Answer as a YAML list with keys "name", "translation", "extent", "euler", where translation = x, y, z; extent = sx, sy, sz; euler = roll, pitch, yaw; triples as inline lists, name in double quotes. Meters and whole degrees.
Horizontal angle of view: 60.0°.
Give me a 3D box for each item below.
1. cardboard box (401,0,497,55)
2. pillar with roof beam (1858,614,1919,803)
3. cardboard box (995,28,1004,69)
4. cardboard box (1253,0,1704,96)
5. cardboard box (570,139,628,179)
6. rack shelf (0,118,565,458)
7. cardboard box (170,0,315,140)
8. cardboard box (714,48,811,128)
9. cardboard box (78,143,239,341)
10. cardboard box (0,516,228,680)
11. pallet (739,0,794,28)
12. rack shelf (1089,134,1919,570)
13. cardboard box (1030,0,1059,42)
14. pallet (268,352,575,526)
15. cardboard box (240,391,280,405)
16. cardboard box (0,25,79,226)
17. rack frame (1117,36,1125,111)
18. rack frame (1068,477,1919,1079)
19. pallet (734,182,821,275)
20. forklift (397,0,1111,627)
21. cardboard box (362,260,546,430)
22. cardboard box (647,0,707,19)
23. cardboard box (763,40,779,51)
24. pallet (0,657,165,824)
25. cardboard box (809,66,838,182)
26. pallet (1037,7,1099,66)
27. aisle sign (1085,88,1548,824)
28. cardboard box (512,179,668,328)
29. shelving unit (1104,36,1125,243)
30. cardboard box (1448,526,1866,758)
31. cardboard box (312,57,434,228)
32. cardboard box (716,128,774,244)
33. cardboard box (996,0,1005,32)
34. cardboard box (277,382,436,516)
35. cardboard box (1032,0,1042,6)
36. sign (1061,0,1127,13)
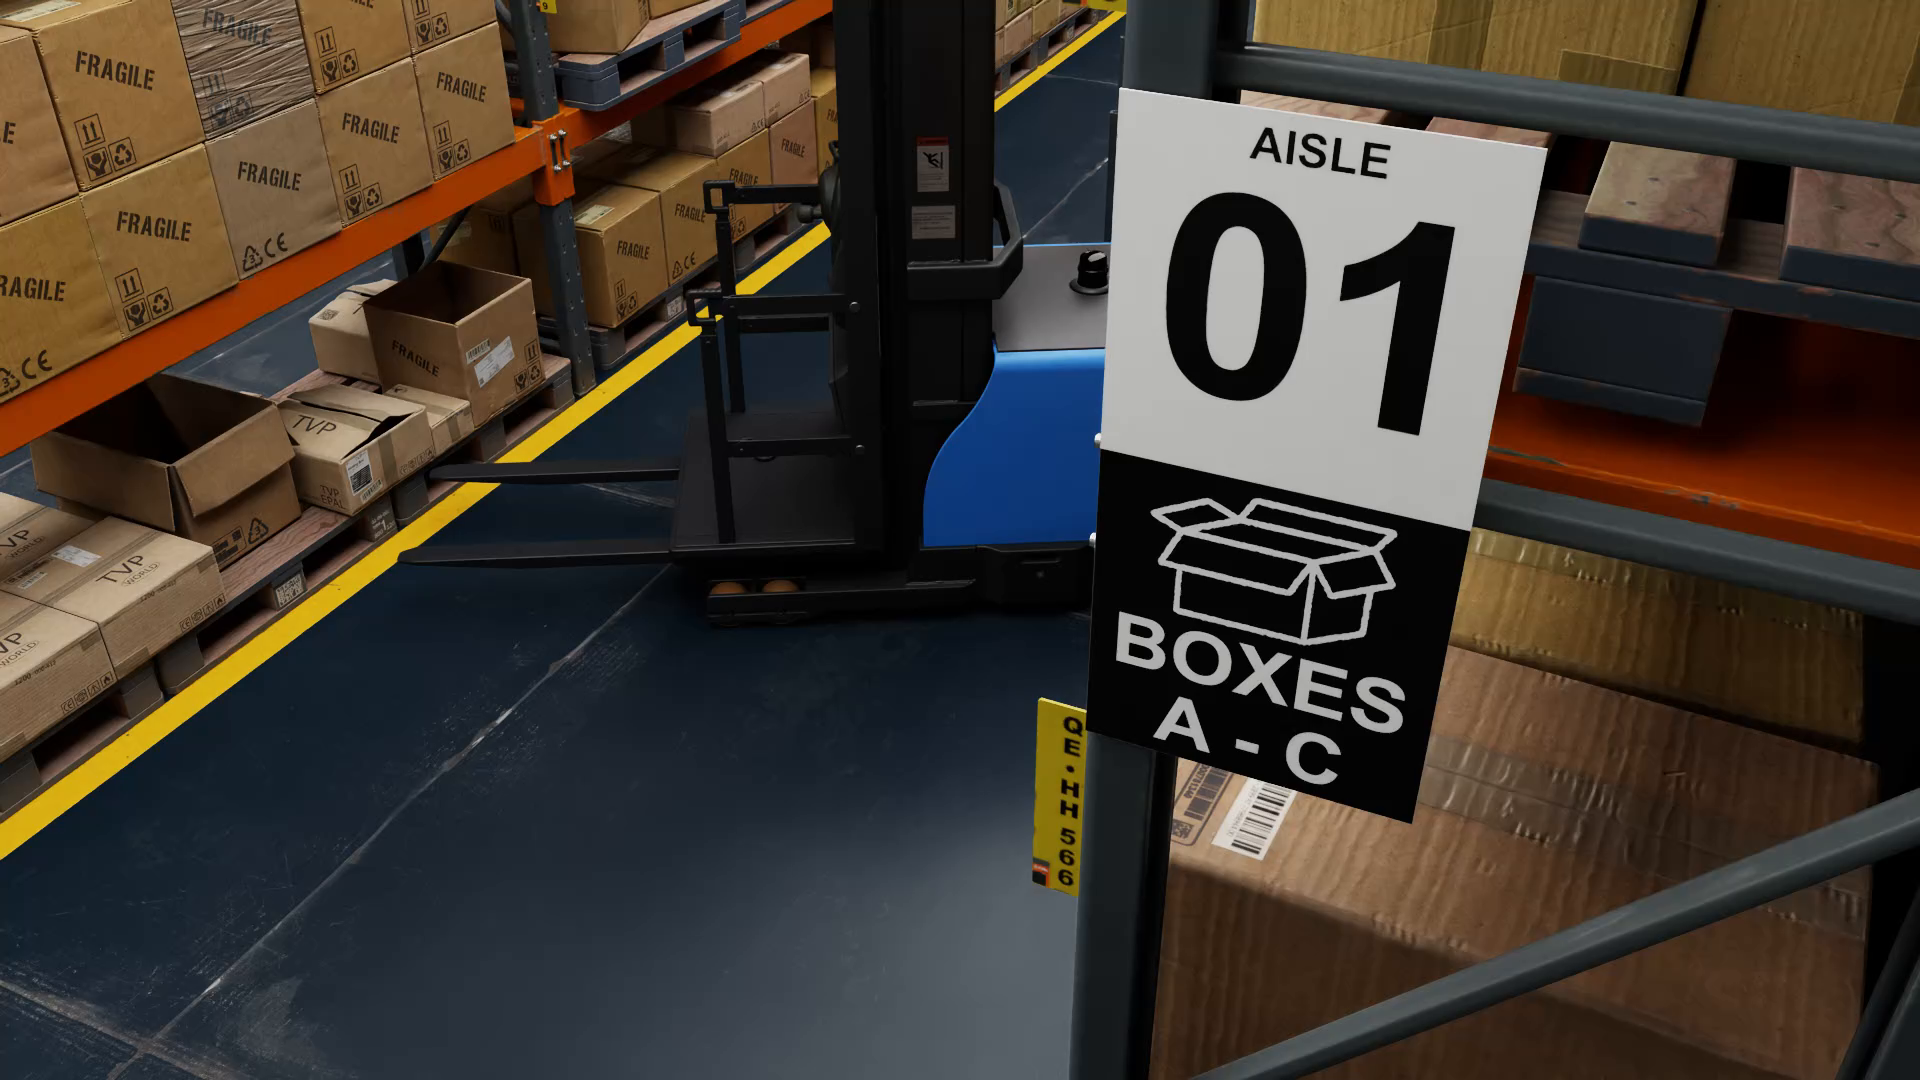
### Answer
- name: "cardboard box"
  translation: [-2.170, -2.210, 6.382]
  extent: [0.500, 0.500, 0.500]
  euler: [14, 36, 21]
- name: "pillar with roof beam"
  translation: [-1.110, -3.876, 4.455]
  extent: [9.100, 9.000, 0.400]
  euler: [14, 36, 20]
- name: "cardboard box"
  translation: [-0.034, -3.273, 11.131]
  extent: [0.500, 0.250, 0.500]
  euler: [14, 36, 20]
- name: "cardboard box"
  translation: [0.699, -0.770, 2.115]
  extent: [0.500, 0.250, 0.500]
  euler: [15, 36, 22]
- name: "cardboard box"
  translation: [-2.033, -1.756, 8.571]
  extent: [0.500, 0.500, 0.500]
  euler: [14, 36, 21]
- name: "rack shelf"
  translation: [-3.031, -0.765, 5.837]
  extent: [1.077, 0.370, 4.000]
  euler: [14, 36, 20]
- name: "cardboard box"
  translation: [-2.593, -1.704, 5.609]
  extent: [0.500, 0.500, 0.500]
  euler: [14, 36, 21]
- name: "cardboard box"
  translation: [-1.142, -2.447, 8.941]
  extent: [0.500, 0.250, 0.500]
  euler: [13, 36, 20]
- name: "cardboard box"
  translation: [-2.808, -1.028, 5.491]
  extent: [0.500, 0.500, 0.500]
  euler: [15, 36, 21]
- name: "cardboard box"
  translation: [-2.964, 0.193, 5.827]
  extent: [0.500, 0.250, 0.500]
  euler: [14, 36, 20]
- name: "pallet"
  translation: [-1.330, -3.004, 8.771]
  extent: [1.003, 0.211, 1.213]
  euler: [14, 36, 20]
- name: "rack shelf"
  translation: [1.470, -0.884, 3.284]
  extent: [1.077, 0.370, 4.000]
  euler: [14, 36, 20]
- name: "cardboard box"
  translation: [0.387, -3.784, 11.910]
  extent: [0.500, 0.250, 0.500]
  euler: [13, 36, 19]
- name: "pallet"
  translation: [-2.482, -0.554, 7.402]
  extent: [1.003, 0.211, 1.213]
  euler: [14, 36, 20]
- name: "cardboard box"
  translation: [-2.919, -0.468, 6.911]
  extent: [0.380, 0.166, 0.250]
  euler: [14, 36, 20]
- name: "cardboard box"
  translation: [-3.017, -1.200, 4.841]
  extent: [0.500, 0.500, 0.500]
  euler: [15, 36, 21]
- name: "rack frame"
  translation: [0.968, -1.613, 7.842]
  extent: [0.500, 1.500, 0.032]
  euler: [4, 33, 6]
- name: "rack frame"
  translation: [0.634, 1.065, 2.390]
  extent: [1.000, 3.000, 0.127]
  euler: [14, 36, 20]
- name: "pallet"
  translation: [-1.379, -1.919, 9.484]
  extent: [1.003, 0.211, 1.213]
  euler: [14, 36, 20]
- name: "forklift"
  translation: [-0.622, -1.202, 5.909]
  extent: [3.031, 2.935, 1.130]
  euler: [-2, 33, -3]
- name: "cardboard box"
  translation: [-2.175, -0.851, 7.191]
  extent: [0.500, 0.500, 0.500]
  euler: [14, 36, 20]
- name: "cardboard box"
  translation: [-1.562, -2.821, 7.842]
  extent: [0.700, 0.500, 0.500]
  euler: [20, 38, 28]
- name: "cardboard box"
  translation: [-1.184, -2.769, 10.116]
  extent: [0.500, 0.500, 0.500]
  euler: [13, 35, 19]
- name: "pallet"
  translation: [-3.503, 0.662, 5.549]
  extent: [1.003, 0.211, 1.213]
  euler: [14, 36, 20]
- name: "cardboard box"
  translation: [-0.915, -2.415, 9.576]
  extent: [0.500, 0.500, 0.500]
  euler: [13, 35, 19]
- name: "pallet"
  translation: [0.371, -3.894, 12.496]
  extent: [1.003, 0.211, 1.213]
  euler: [14, 36, 20]
- name: "aisle sign"
  translation: [0.331, -0.055, 1.727]
  extent: [0.394, 0.787, 0.004]
  euler: [14, 36, 20]
- name: "cardboard box"
  translation: [-1.770, -1.385, 8.005]
  extent: [0.500, 0.500, 0.500]
  euler: [13, 35, 18]
- name: "shelving unit"
  translation: [0.906, -1.331, 7.413]
  extent: [0.587, 1.500, 1.083]
  euler: [4, 33, 6]
- name: "cardboard box"
  translation: [1.132, 0.319, 3.255]
  extent: [0.980, 0.700, 0.700]
  euler: [14, 36, 20]
- name: "cardboard box"
  translation: [-2.384, -1.538, 6.270]
  extent: [0.500, 0.500, 0.500]
  euler: [15, 36, 22]
- name: "cardboard box"
  translation: [-1.341, -1.901, 8.791]
  extent: [0.500, 0.500, 0.500]
  euler: [15, 36, 21]
- name: "cardboard box"
  translation: [-0.034, -3.507, 10.977]
  extent: [0.500, 0.311, 0.500]
  euler: [15, 36, 22]
- name: "cardboard box"
  translation: [-2.488, -0.399, 6.673]
  extent: [0.500, 0.311, 0.500]
  euler: [14, 36, 20]
- name: "cardboard box"
  translation: [0.393, -4.025, 11.765]
  extent: [0.500, 0.311, 0.500]
  euler: [13, 35, 19]
- name: "sign"
  translation: [0.147, -0.658, 1.547]
  extent: [0.100, 0.325, 0.005]
  euler: [14, 36, 20]
